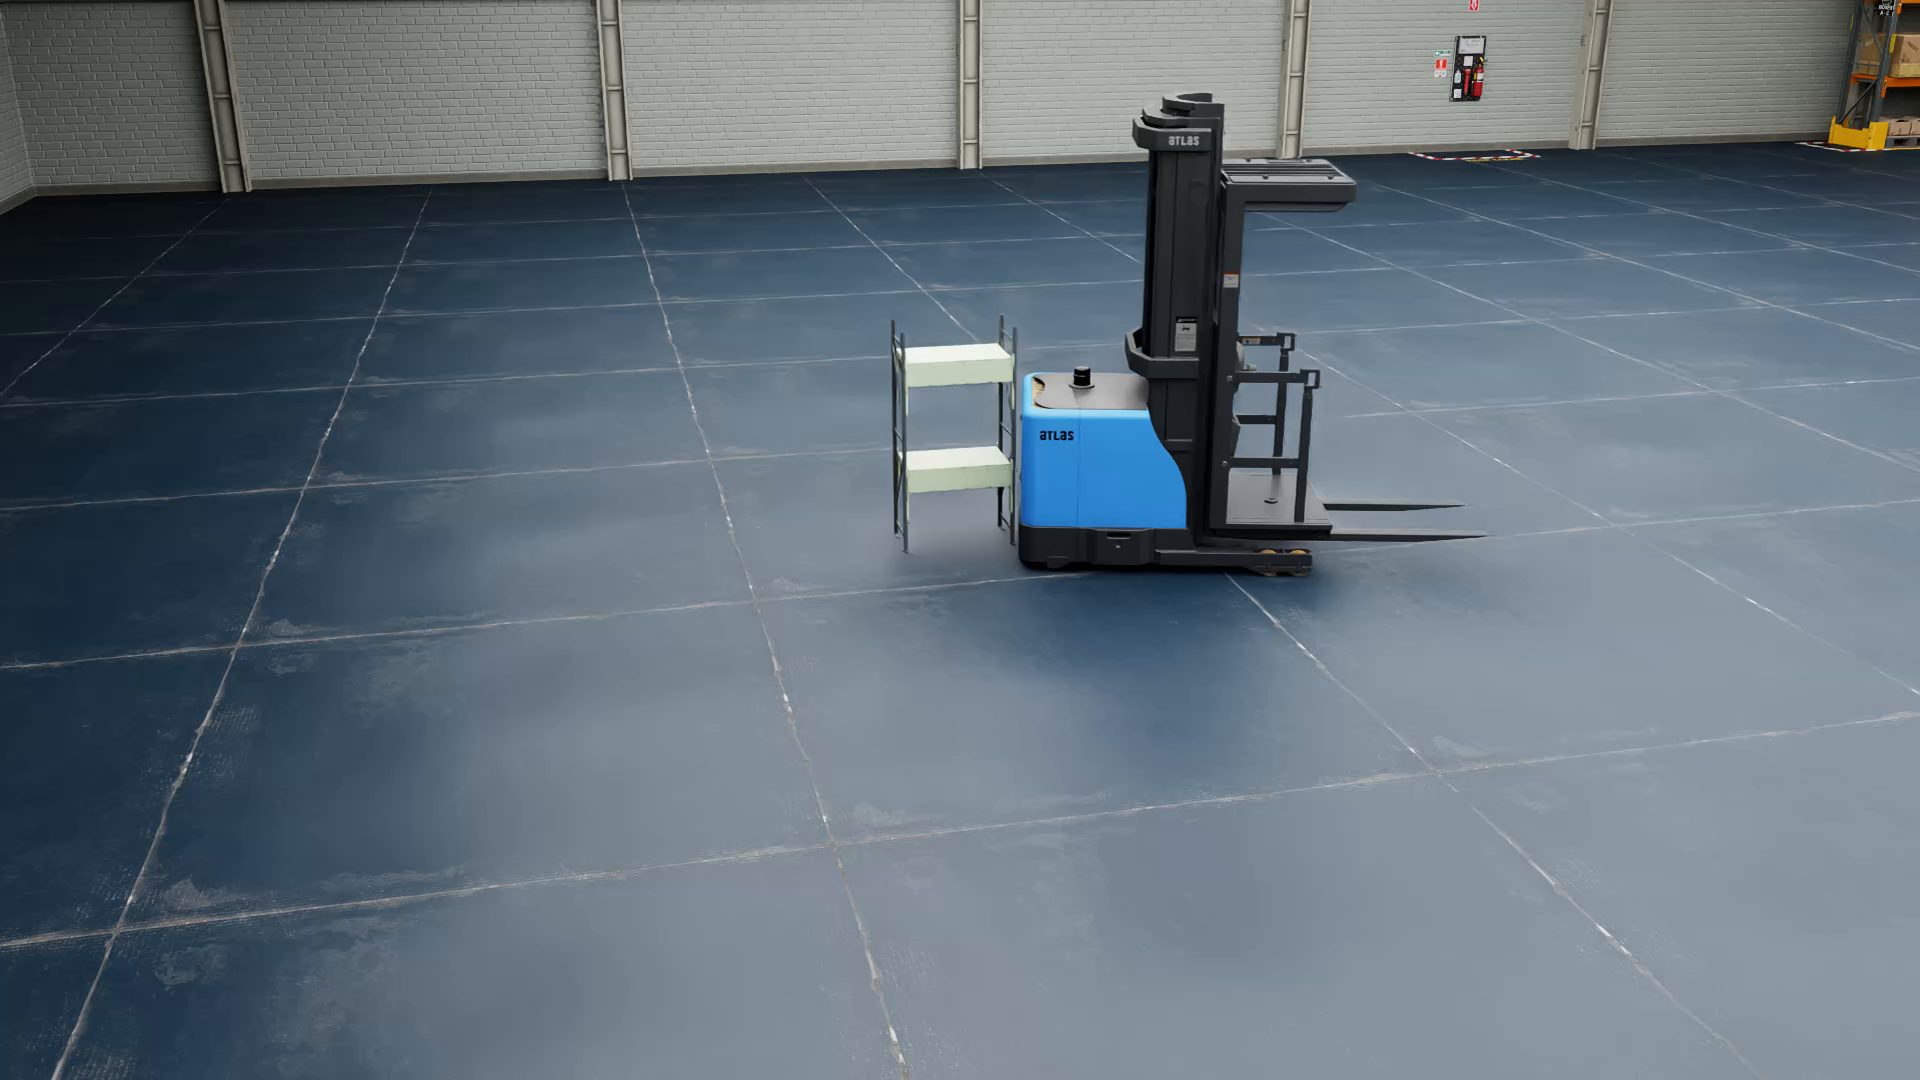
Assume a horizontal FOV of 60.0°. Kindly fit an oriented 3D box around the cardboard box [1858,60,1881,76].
[{"bbox_3d":[17.605,-9.045,31.835,0.500,0.250,0.500,-4,21,-12],"label":"cardboard box"}]

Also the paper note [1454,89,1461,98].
[{"bbox_3d":[9.237,-8.287,30.857,0.142,0.148,0.016,-5,21,-12],"label":"paper note"}]

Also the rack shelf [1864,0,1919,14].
[{"bbox_3d":[19.142,-10.233,31.575,4.000,0.370,1.077,-5,21,-12],"label":"rack shelf"}]

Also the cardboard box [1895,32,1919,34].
[{"bbox_3d":[18.097,-9.440,31.824,0.500,0.500,0.500,-4,21,-12],"label":"cardboard box"}]

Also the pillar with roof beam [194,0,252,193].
[{"bbox_3d":[-10.527,-8.351,21.029,0.400,9.000,9.100,-5,21,-12],"label":"pillar with roof beam"}]

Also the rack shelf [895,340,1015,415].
[{"bbox_3d":[-0.043,-1.072,10.927,0.720,0.370,0.431,-4,21,-12],"label":"rack shelf"}]

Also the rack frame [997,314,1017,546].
[{"bbox_3d":[0.315,-0.733,11.134,0.023,1.500,0.400,-4,21,-12],"label":"rack frame"}]

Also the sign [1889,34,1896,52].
[{"bbox_3d":[17.320,-9.229,30.890,0.005,0.325,0.100,-5,21,-12],"label":"sign"}]

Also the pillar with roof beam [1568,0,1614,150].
[{"bbox_3d":[12.829,-10.250,26.214,0.400,9.000,9.100,-5,21,-12],"label":"pillar with roof beam"}]

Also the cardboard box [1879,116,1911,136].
[{"bbox_3d":[17.889,-7.973,31.989,0.500,0.311,0.500,-7,21,-19],"label":"cardboard box"}]

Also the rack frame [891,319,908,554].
[{"bbox_3d":[-0.401,-0.679,10.988,0.023,1.500,0.400,-4,21,-12],"label":"rack frame"}]

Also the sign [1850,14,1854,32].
[{"bbox_3d":[17.087,-9.884,31.793,0.005,0.325,0.100,-5,21,-12],"label":"sign"}]

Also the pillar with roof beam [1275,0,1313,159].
[{"bbox_3d":[6.990,-9.775,24.918,0.400,9.000,9.100,-5,21,-12],"label":"pillar with roof beam"}]

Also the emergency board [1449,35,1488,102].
[{"bbox_3d":[9.425,-8.692,30.681,0.643,1.169,0.194,-5,21,-12],"label":"emergency board"}]

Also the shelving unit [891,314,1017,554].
[{"bbox_3d":[-0.043,-0.706,11.061,0.755,1.500,0.431,-4,21,-12],"label":"shelving unit"}]

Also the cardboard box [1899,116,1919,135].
[{"bbox_3d":[18.444,-8.018,32.112,0.500,0.311,0.500,-3,20,-8],"label":"cardboard box"}]

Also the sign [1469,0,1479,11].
[{"bbox_3d":[9.394,-9.813,30.371,0.199,0.298,0.001,-5,21,-12],"label":"sign"}]

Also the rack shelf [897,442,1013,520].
[{"bbox_3d":[-0.043,-0.400,11.173,0.720,0.370,0.431,-4,21,-12],"label":"rack shelf"}]

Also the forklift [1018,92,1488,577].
[{"bbox_3d":[1.909,-1.329,10.681,3.031,2.935,1.130,1,20,2],"label":"forklift"}]

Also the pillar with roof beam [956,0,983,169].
[{"bbox_3d":[1.151,-9.301,23.621,0.400,9.000,9.100,-5,21,-12],"label":"pillar with roof beam"}]

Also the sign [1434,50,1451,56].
[{"bbox_3d":[8.869,-8.945,30.551,0.331,0.109,0.001,-5,21,-12],"label":"sign"}]

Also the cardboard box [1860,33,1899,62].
[{"bbox_3d":[17.605,-9.404,31.724,0.500,0.500,0.500,-5,21,-13],"label":"cardboard box"}]

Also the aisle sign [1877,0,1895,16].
[{"bbox_3d":[17.194,-10.119,30.798,0.004,0.787,0.394,-5,21,-12],"label":"aisle sign"}]

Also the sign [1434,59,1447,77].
[{"bbox_3d":[8.863,-8.699,30.649,0.234,0.329,0.001,-5,21,-12],"label":"sign"}]

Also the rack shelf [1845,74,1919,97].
[{"bbox_3d":[19.142,-8.825,32.091,4.000,0.370,1.077,-5,21,-12],"label":"rack shelf"}]

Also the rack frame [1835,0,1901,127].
[{"bbox_3d":[17.195,-9.004,31.535,0.127,3.000,1.000,-5,21,-12],"label":"rack frame"}]

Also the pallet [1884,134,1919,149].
[{"bbox_3d":[18.068,-7.753,32.174,1.213,0.211,1.003,-5,21,-12],"label":"pallet"}]

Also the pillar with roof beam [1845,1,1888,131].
[{"bbox_3d":[18.668,-10.725,27.511,0.400,9.000,9.100,-5,21,-12],"label":"pillar with roof beam"}]

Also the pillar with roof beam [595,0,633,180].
[{"bbox_3d":[-4.688,-8.826,22.325,0.400,9.000,9.100,-5,21,-12],"label":"pillar with roof beam"}]

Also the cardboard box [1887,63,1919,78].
[{"bbox_3d":[17.743,-8.876,31.372,0.500,0.250,0.500,-5,21,-14],"label":"cardboard box"}]

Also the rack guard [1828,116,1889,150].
[{"bbox_3d":[17.269,-7.837,31.981,0.348,0.500,1.175,-5,21,-12],"label":"rack guard"}]

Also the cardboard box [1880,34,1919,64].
[{"bbox_3d":[17.729,-9.233,31.257,0.500,0.500,0.500,-5,21,-12],"label":"cardboard box"}]
